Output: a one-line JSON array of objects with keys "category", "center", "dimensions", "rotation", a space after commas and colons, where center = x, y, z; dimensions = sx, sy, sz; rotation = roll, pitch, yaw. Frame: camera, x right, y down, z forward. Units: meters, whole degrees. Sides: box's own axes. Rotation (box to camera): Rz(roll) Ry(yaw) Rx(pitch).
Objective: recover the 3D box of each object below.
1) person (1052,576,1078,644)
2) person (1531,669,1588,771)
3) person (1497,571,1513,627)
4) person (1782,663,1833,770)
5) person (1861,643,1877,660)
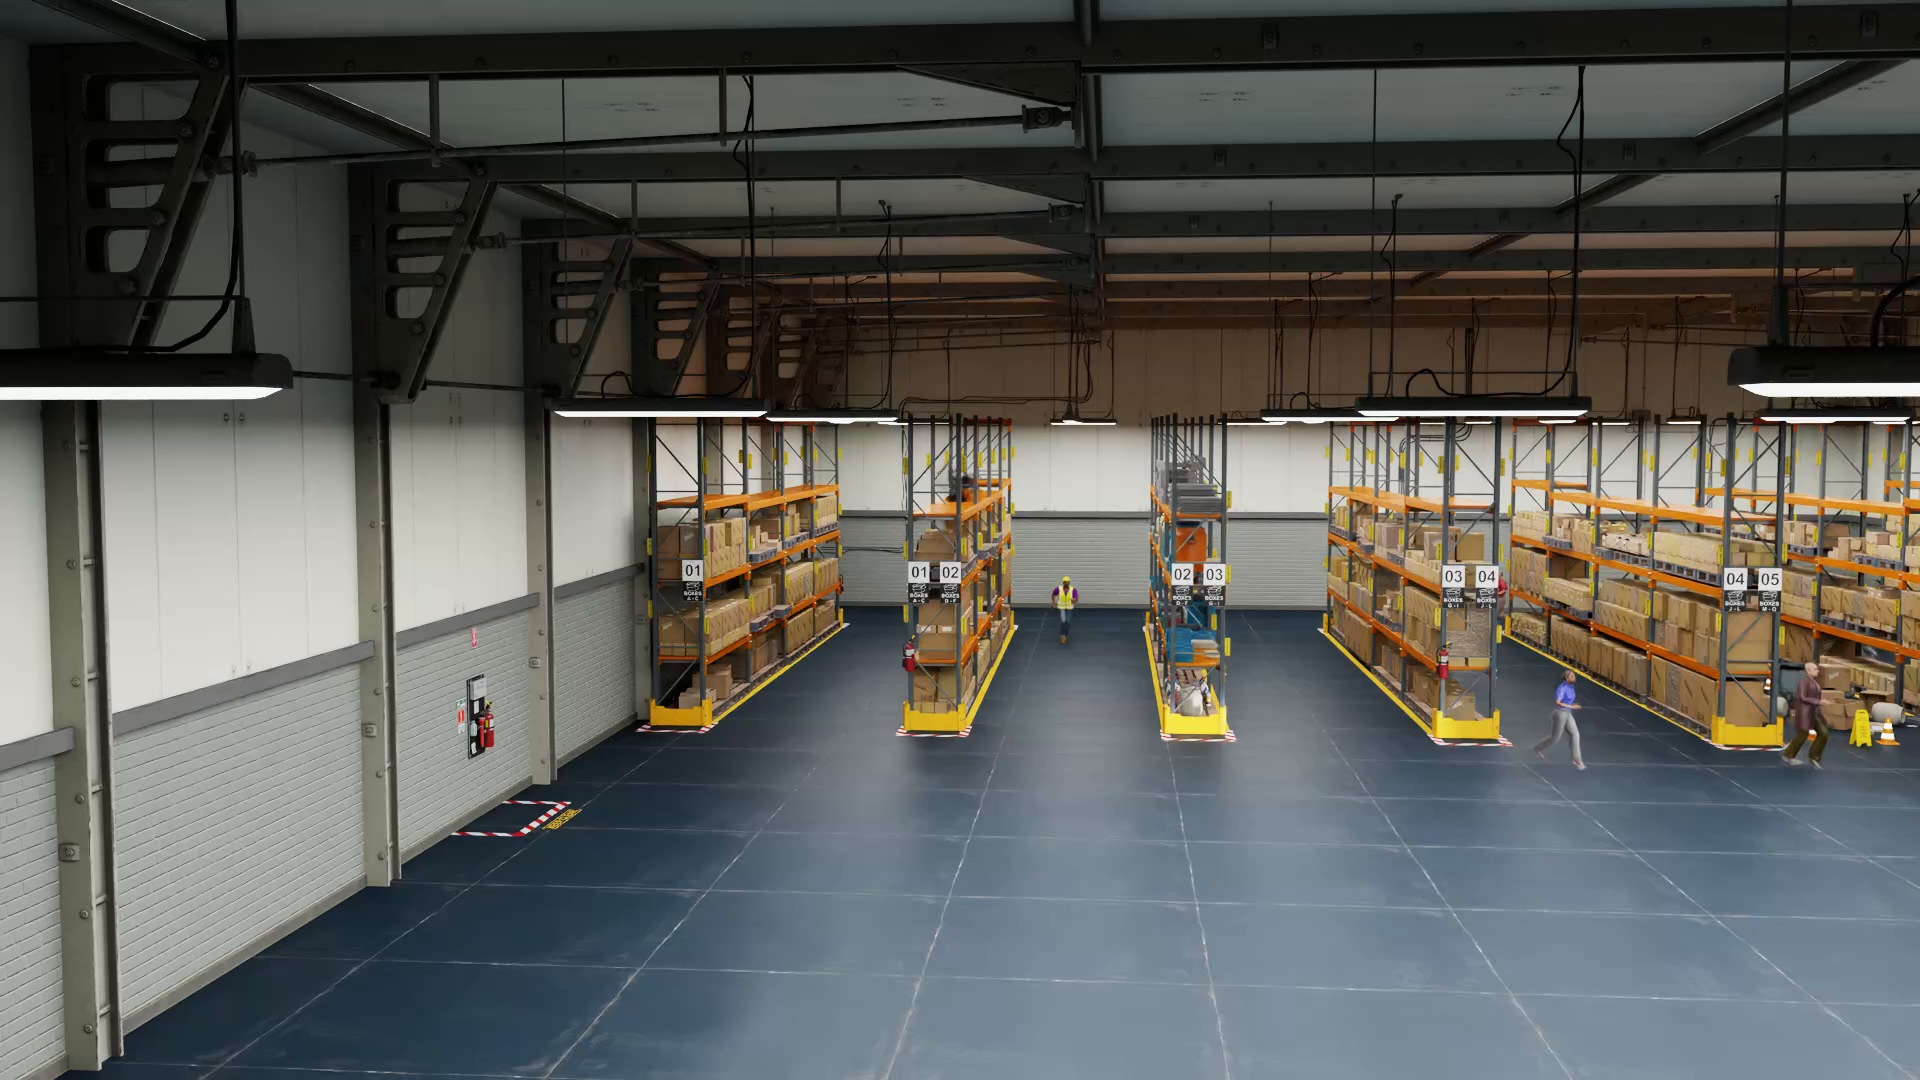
[{"category": "person", "center": [2.811, 1.869, 44.289], "dimensions": [0.668, 1.809, 0.829], "rotation": [0, 4, -7]}, {"category": "person", "center": [10.167, 3.010, 28.132], "dimensions": [0.977, 1.672, 0.600], "rotation": [4, 5, 43]}, {"category": "person", "center": [15.415, 1.737, 47.365], "dimensions": [0.810, 1.714, 0.763], "rotation": [0, 4, 2]}, {"category": "person", "center": [14.264, 2.975, 27.931], "dimensions": [0.728, 1.851, 0.813], "rotation": [-3, 5, -36]}, {"category": "person", "center": [21.659, 2.257, 39.749], "dimensions": [0.552, 1.599, 0.599], "rotation": [0, 4, 2]}]
